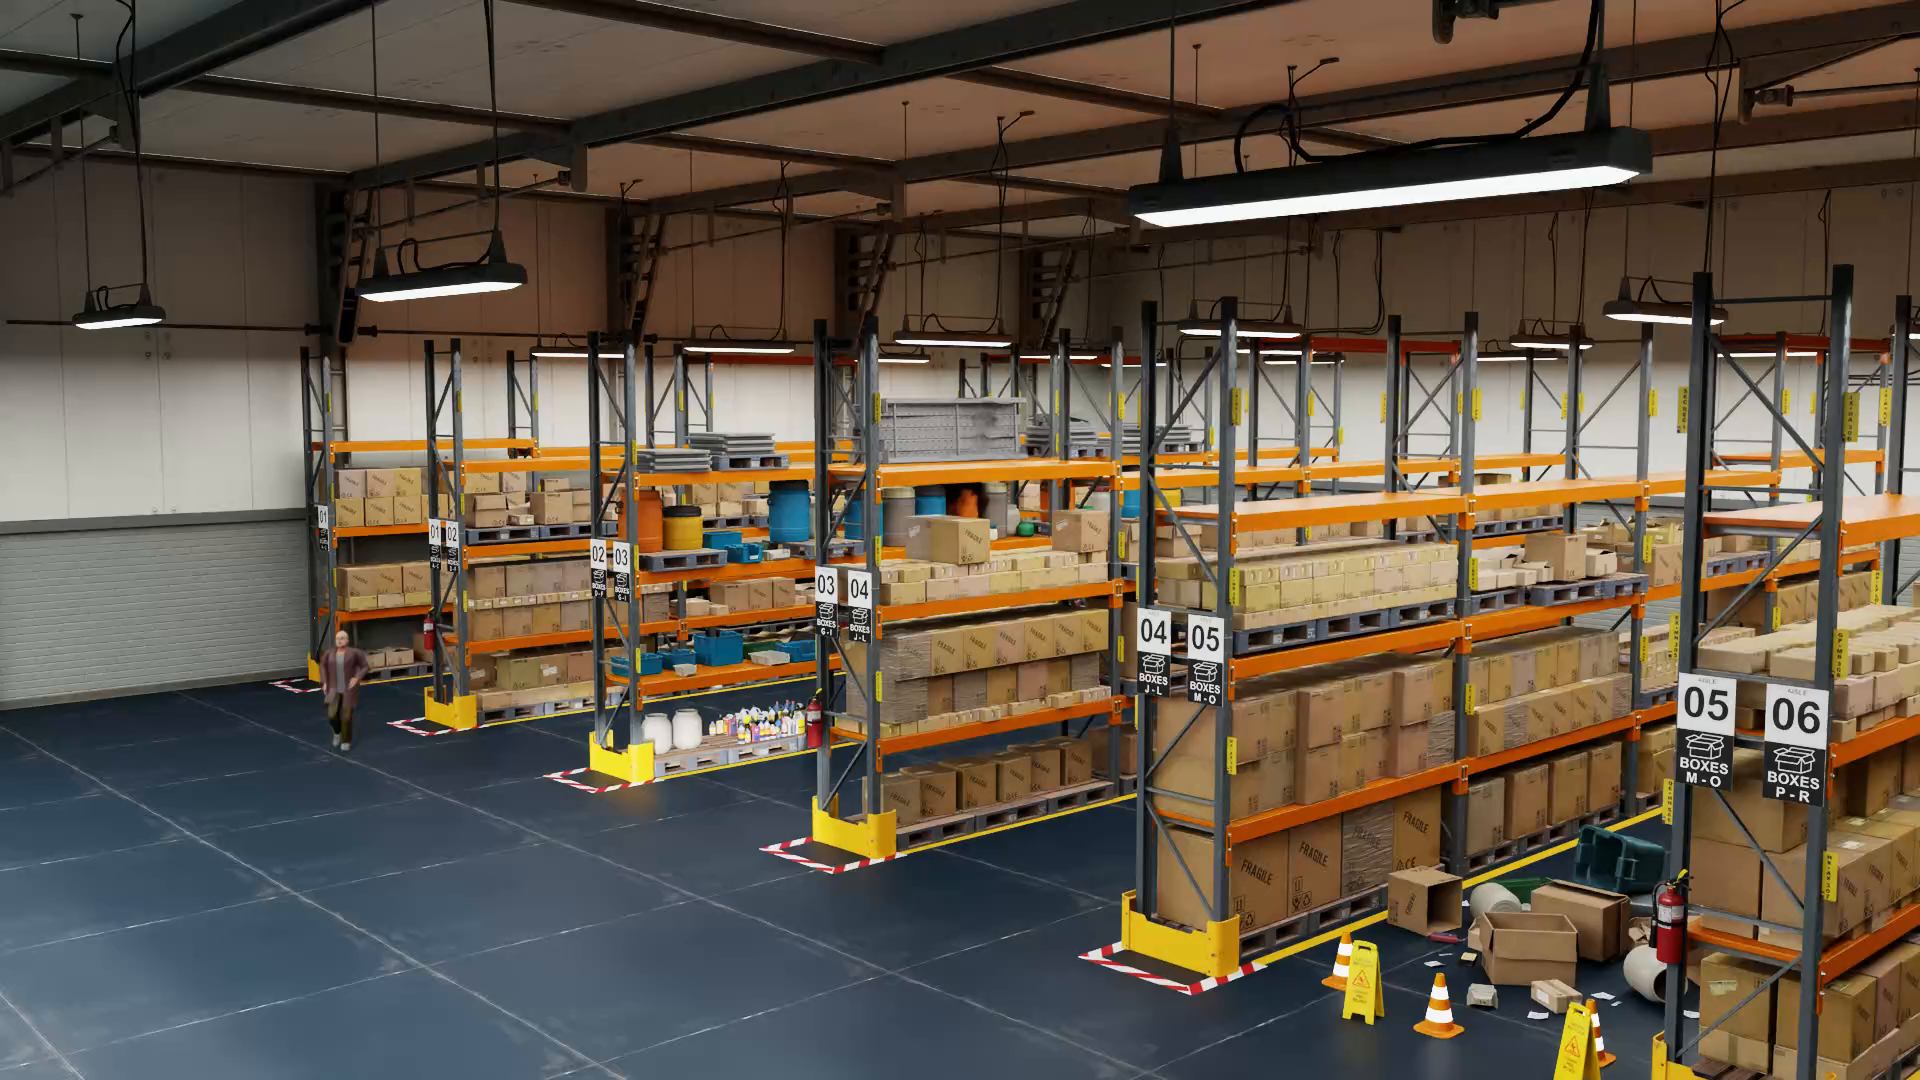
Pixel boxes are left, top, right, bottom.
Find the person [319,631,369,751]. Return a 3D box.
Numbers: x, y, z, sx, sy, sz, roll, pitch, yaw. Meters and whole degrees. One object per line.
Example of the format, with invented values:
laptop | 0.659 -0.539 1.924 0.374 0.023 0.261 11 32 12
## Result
person | -8.911 2.189 24.029 0.722 1.732 0.627 -1 5 -9
